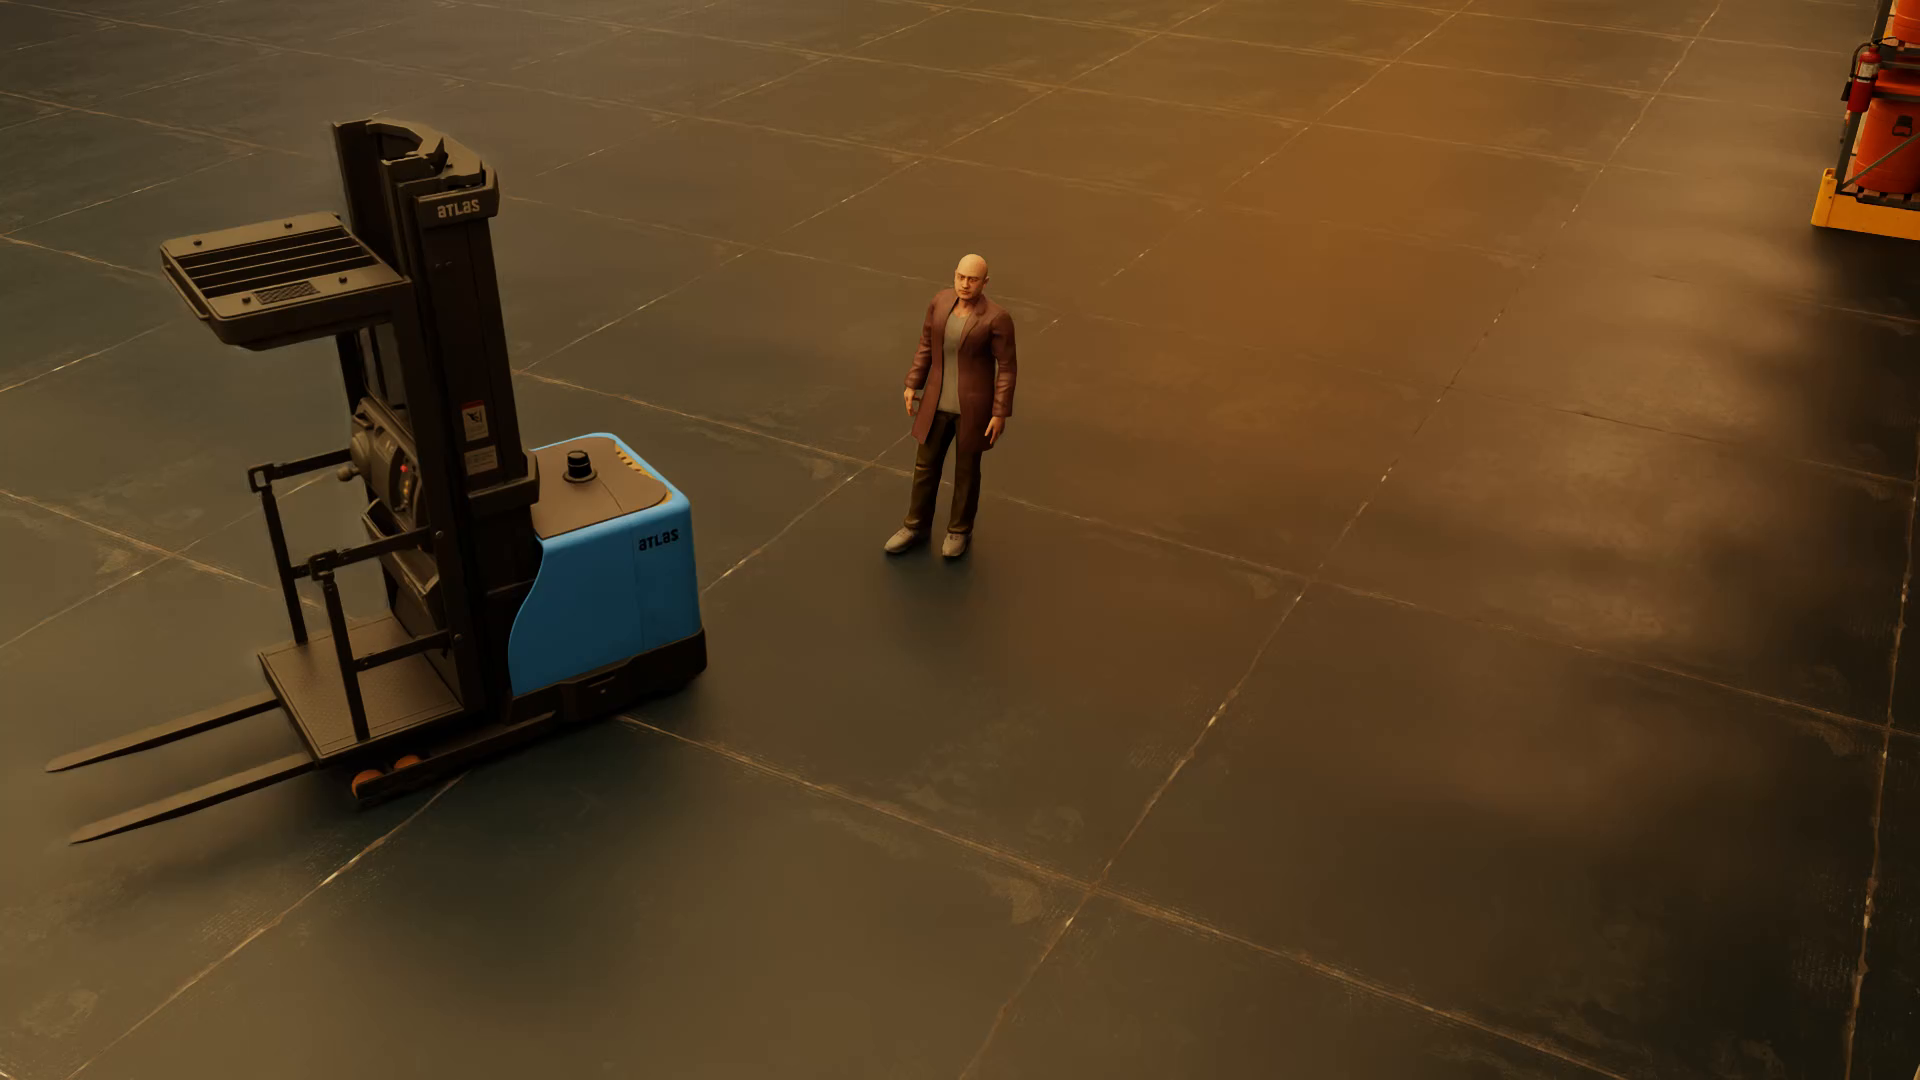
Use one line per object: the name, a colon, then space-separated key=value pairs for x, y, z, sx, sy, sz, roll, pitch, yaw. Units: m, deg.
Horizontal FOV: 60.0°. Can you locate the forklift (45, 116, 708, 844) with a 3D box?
forklift: x=-2.826 y=-0.320 z=7.625 sx=3.031 sy=2.935 sz=1.130 roll=-19 pitch=35 yaw=-30

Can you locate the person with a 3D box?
person: x=-0.048 y=-0.738 z=9.488 sx=0.696 sy=1.775 sz=0.582 roll=15 pitch=33 yaw=25
